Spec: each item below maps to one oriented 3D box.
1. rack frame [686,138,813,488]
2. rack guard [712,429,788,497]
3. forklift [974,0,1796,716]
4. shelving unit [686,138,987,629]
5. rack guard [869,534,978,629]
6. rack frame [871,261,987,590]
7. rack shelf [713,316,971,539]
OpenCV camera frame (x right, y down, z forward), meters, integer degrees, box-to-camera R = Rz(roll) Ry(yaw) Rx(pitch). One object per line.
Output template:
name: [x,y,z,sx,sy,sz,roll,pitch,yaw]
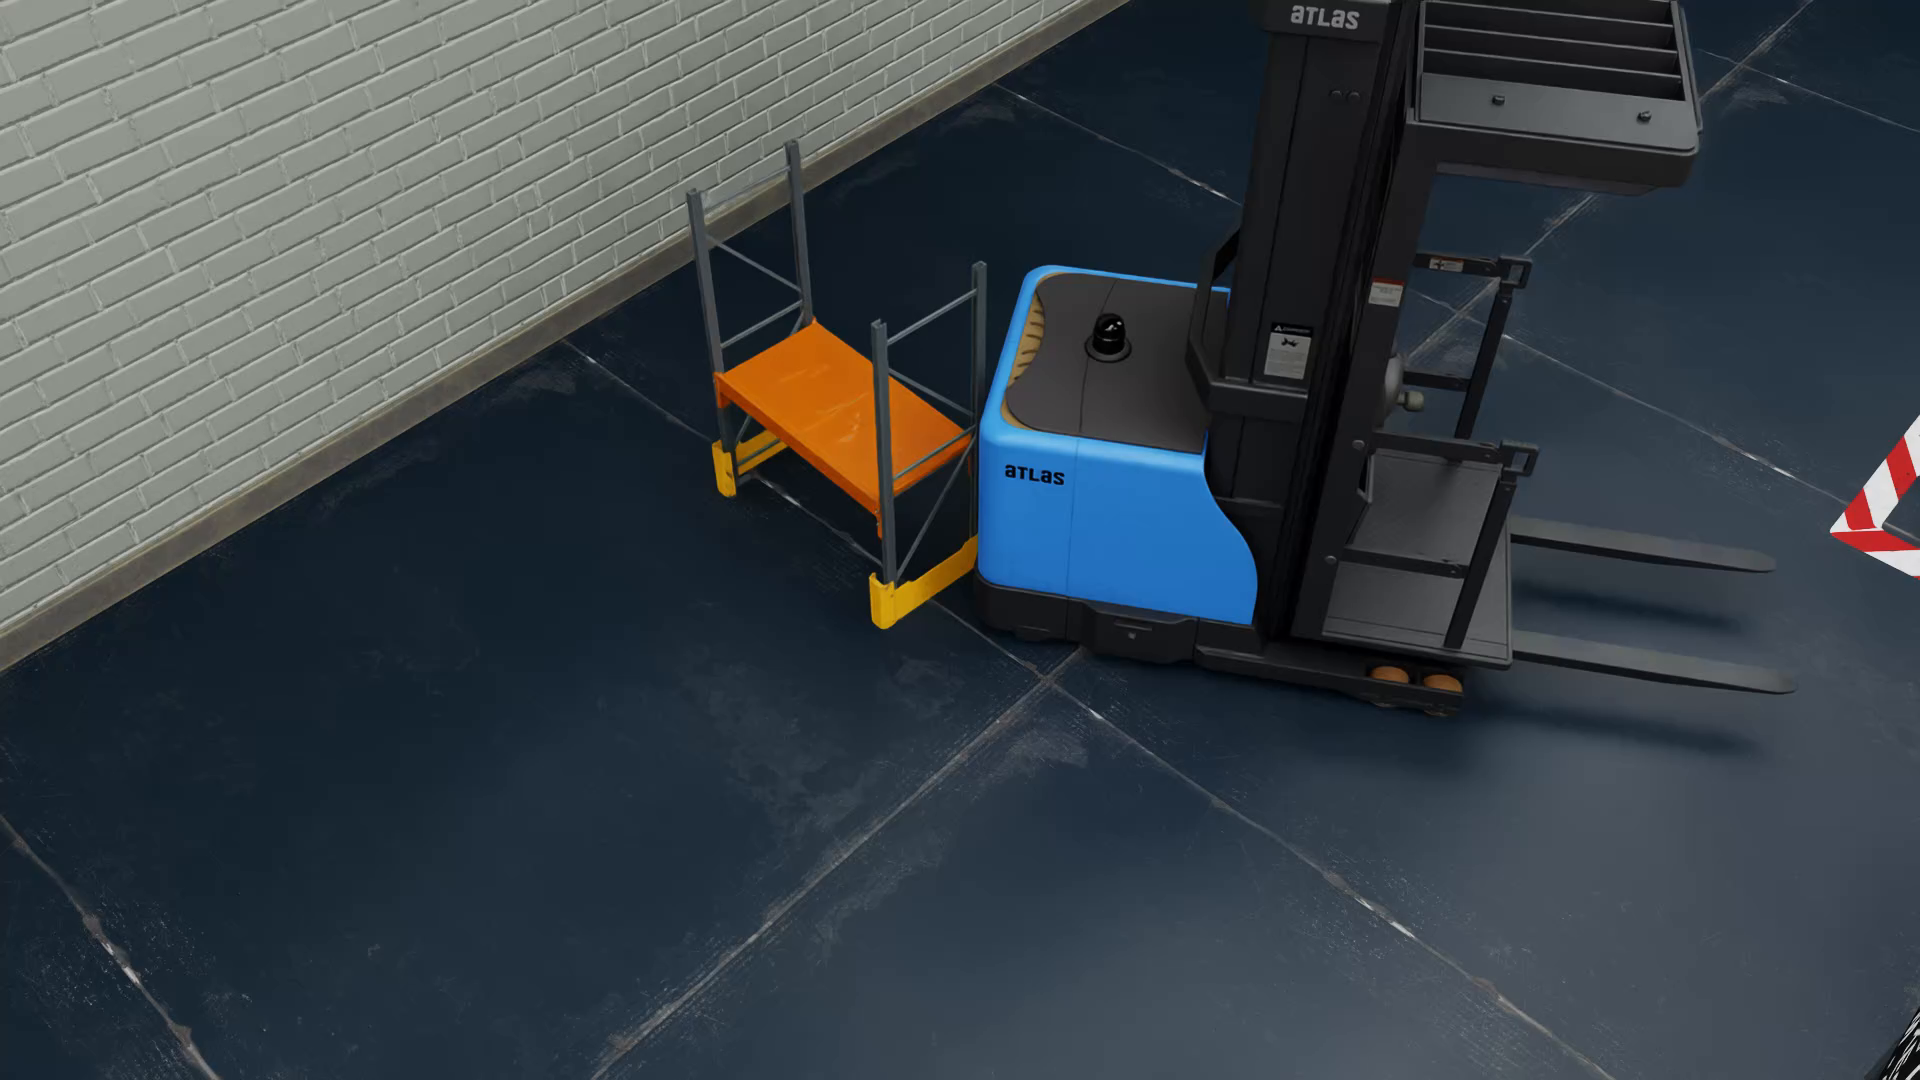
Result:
rack frame: [-0.794,-0.856,6.633,0.500,1.500,0.032,-34,55,-28]
rack guard: [-0.793,-0.427,7.088,0.587,0.250,0.087,-34,55,-28]
forklift: [1.624,-0.770,5.571,3.031,2.935,1.130,9,47,8]
shelving unit: [-0.454,-0.589,6.383,0.587,1.500,1.083,-34,55,-28]
rack guard: [-0.114,0.104,6.589,0.587,0.250,0.087,-34,55,-28]
rack frame: [-0.101,-0.313,6.124,0.500,1.500,0.032,-34,55,-28]
rack shelf: [-0.448,-0.462,6.510,0.538,0.185,1.000,-34,55,-28]
